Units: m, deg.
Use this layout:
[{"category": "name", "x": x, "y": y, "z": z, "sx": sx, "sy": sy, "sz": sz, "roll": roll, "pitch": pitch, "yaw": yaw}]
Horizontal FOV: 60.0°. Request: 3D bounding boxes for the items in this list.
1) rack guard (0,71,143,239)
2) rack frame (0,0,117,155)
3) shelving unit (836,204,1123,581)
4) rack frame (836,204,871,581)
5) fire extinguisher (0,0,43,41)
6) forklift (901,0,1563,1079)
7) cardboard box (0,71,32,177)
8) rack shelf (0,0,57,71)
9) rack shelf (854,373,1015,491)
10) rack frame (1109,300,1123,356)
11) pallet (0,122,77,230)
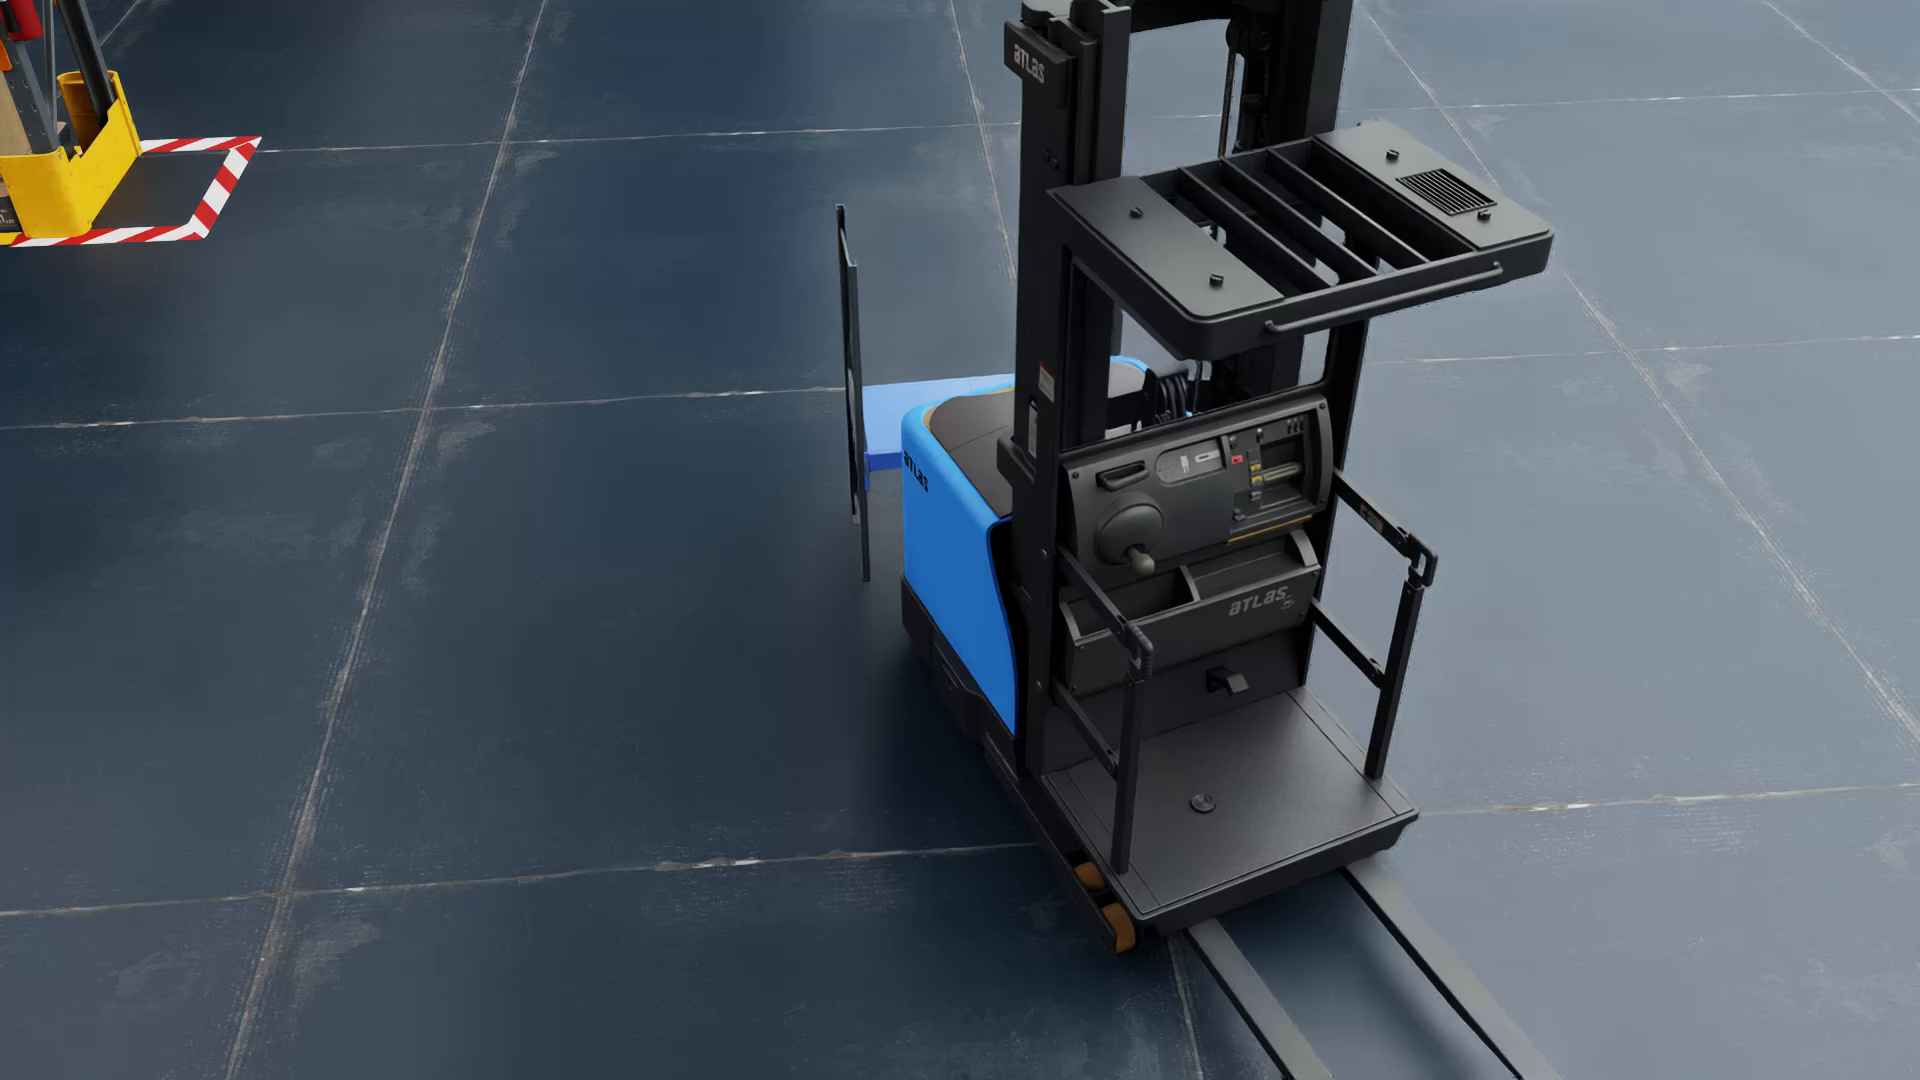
[{"category": "rack guard", "x": -5.187, "y": -2.267, "z": 9.720, "sx": 0.348, "sy": 0.500, "sz": 1.175, "roll": -3, "pitch": 38, "yaw": -4}, {"category": "rack frame", "x": -5.112, "y": -3.253, "z": 8.951, "sx": 0.127, "sy": 3.000, "sz": 1.000, "roll": -3, "pitch": 38, "yaw": -4}, {"category": "shelving unit", "x": 0.071, "y": -0.618, "z": 6.822, "sx": 1.048, "sy": 1.500, "sz": 0.538, "roll": -6, "pitch": 39, "yaw": -7}, {"category": "rack frame", "x": -0.431, "y": -0.569, "z": 6.761, "sx": 0.032, "sy": 1.500, "sz": 0.500, "roll": -6, "pitch": 39, "yaw": -7}, {"category": "fire extinguisher", "x": -4.957, "y": -2.944, "z": 8.623, "sx": 0.183, "sy": 0.674, "sz": 0.296, "roll": -3, "pitch": 38, "yaw": -4}, {"category": "forklift", "x": 0.845, "y": -0.093, "z": 5.001, "sx": 1.130, "sy": 2.935, "sz": 3.031, "roll": -16, "pitch": 41, "yaw": -19}, {"category": "cardboard box", "x": -5.735, "y": -2.412, "z": 9.565, "sx": 0.500, "sy": 0.500, "sz": 0.500, "roll": 4, "pitch": 38, "yaw": 4}, {"category": "rack shelf", "x": -7.104, "y": -2.861, "z": 9.035, "sx": 4.000, "sy": 0.370, "sz": 1.077, "roll": -3, "pitch": 38, "yaw": -4}, {"category": "rack shelf", "x": 0.071, "y": -0.476, "z": 6.933, "sx": 1.000, "sy": 0.185, "sz": 0.538, "roll": -6, "pitch": 39, "yaw": -7}, {"category": "rack frame", "x": 0.573, "y": -0.666, "z": 6.883, "sx": 0.032, "sy": 1.500, "sz": 0.500, "roll": -6, "pitch": 39, "yaw": -7}, {"category": "pallet", "x": -6.000, "y": -2.131, "z": 9.781, "sx": 1.213, "sy": 0.211, "sz": 1.003, "roll": -3, "pitch": 38, "yaw": -4}]
